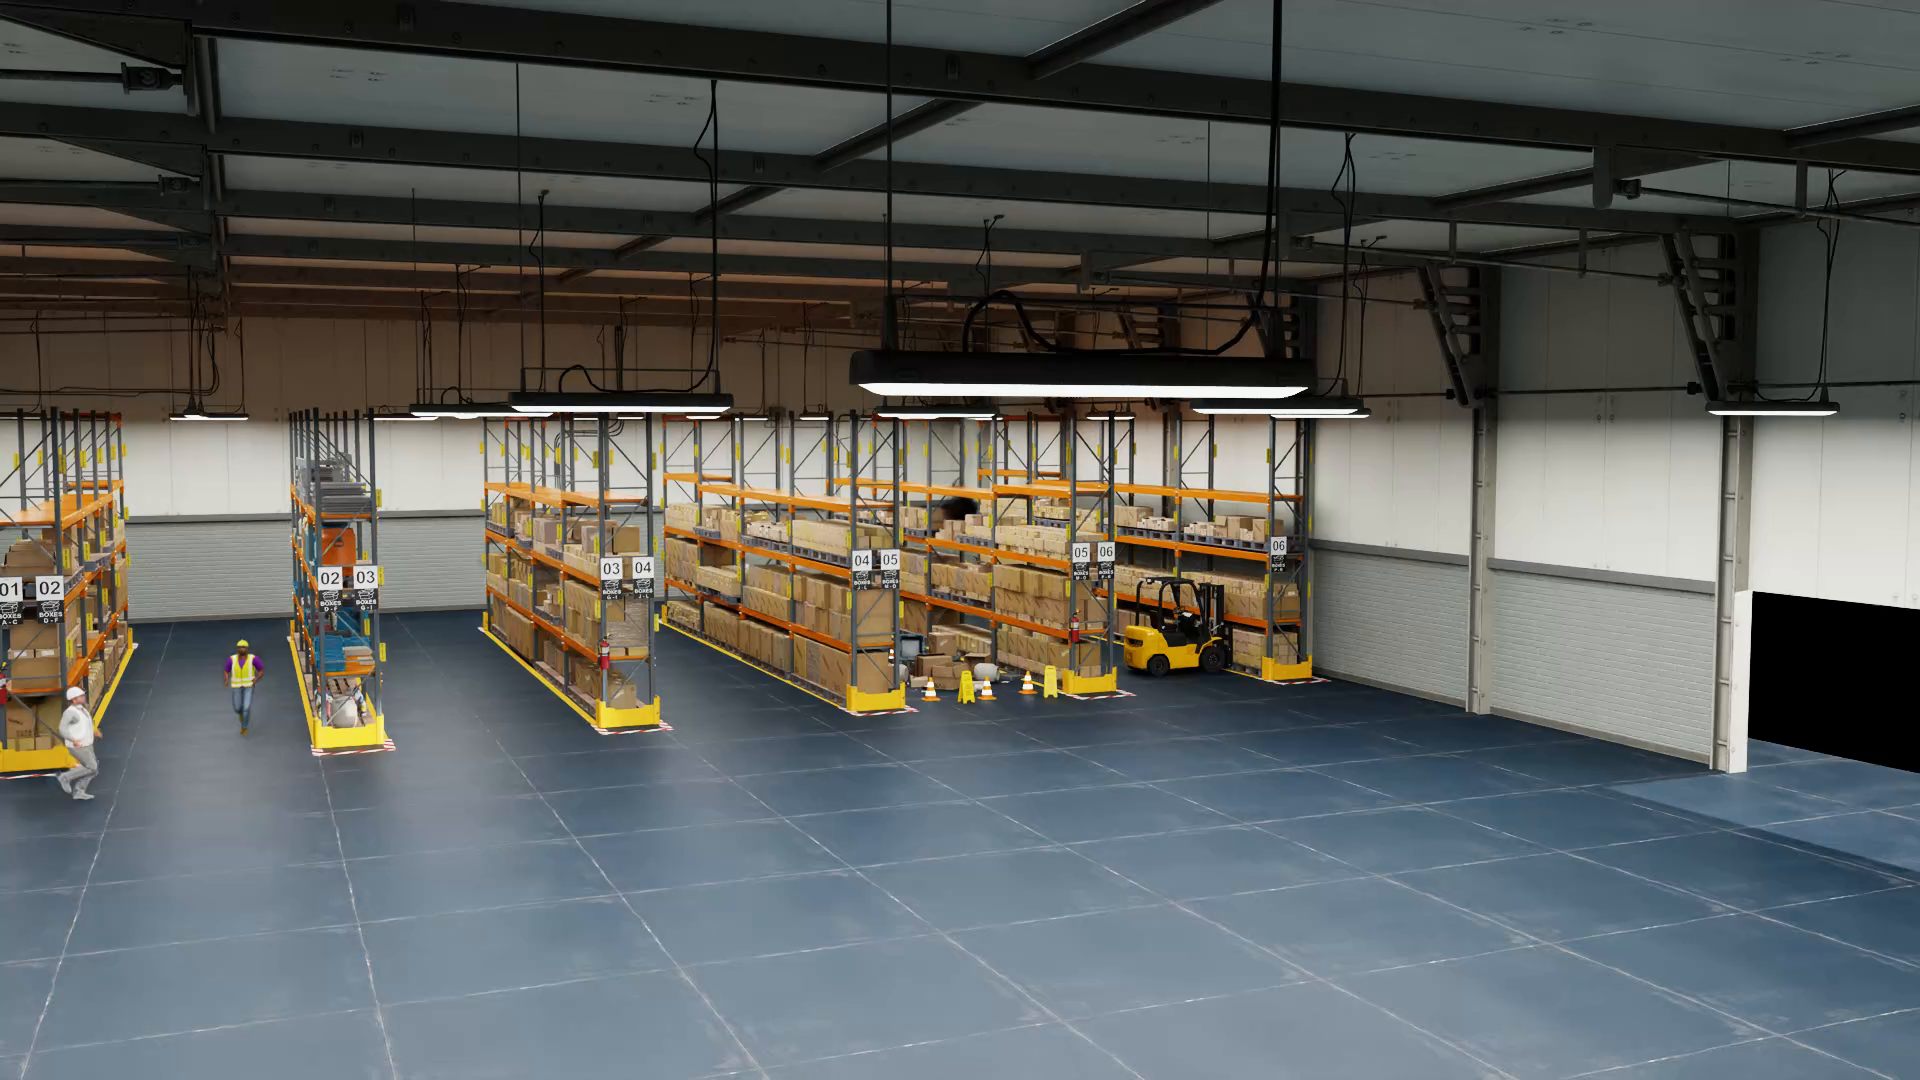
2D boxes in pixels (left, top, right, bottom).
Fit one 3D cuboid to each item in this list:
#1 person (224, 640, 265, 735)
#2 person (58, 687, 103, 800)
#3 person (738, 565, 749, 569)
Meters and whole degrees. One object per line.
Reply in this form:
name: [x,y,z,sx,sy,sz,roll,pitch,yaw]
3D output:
person: [-13.270,2.715,30.835,0.702,1.728,0.628,-1,4,-15]
person: [-13.374,3.094,25.275,0.578,1.726,0.658,-1,4,-8]
person: [-6.561,1.348,50.056,0.931,1.833,0.688,-2,4,-26]
